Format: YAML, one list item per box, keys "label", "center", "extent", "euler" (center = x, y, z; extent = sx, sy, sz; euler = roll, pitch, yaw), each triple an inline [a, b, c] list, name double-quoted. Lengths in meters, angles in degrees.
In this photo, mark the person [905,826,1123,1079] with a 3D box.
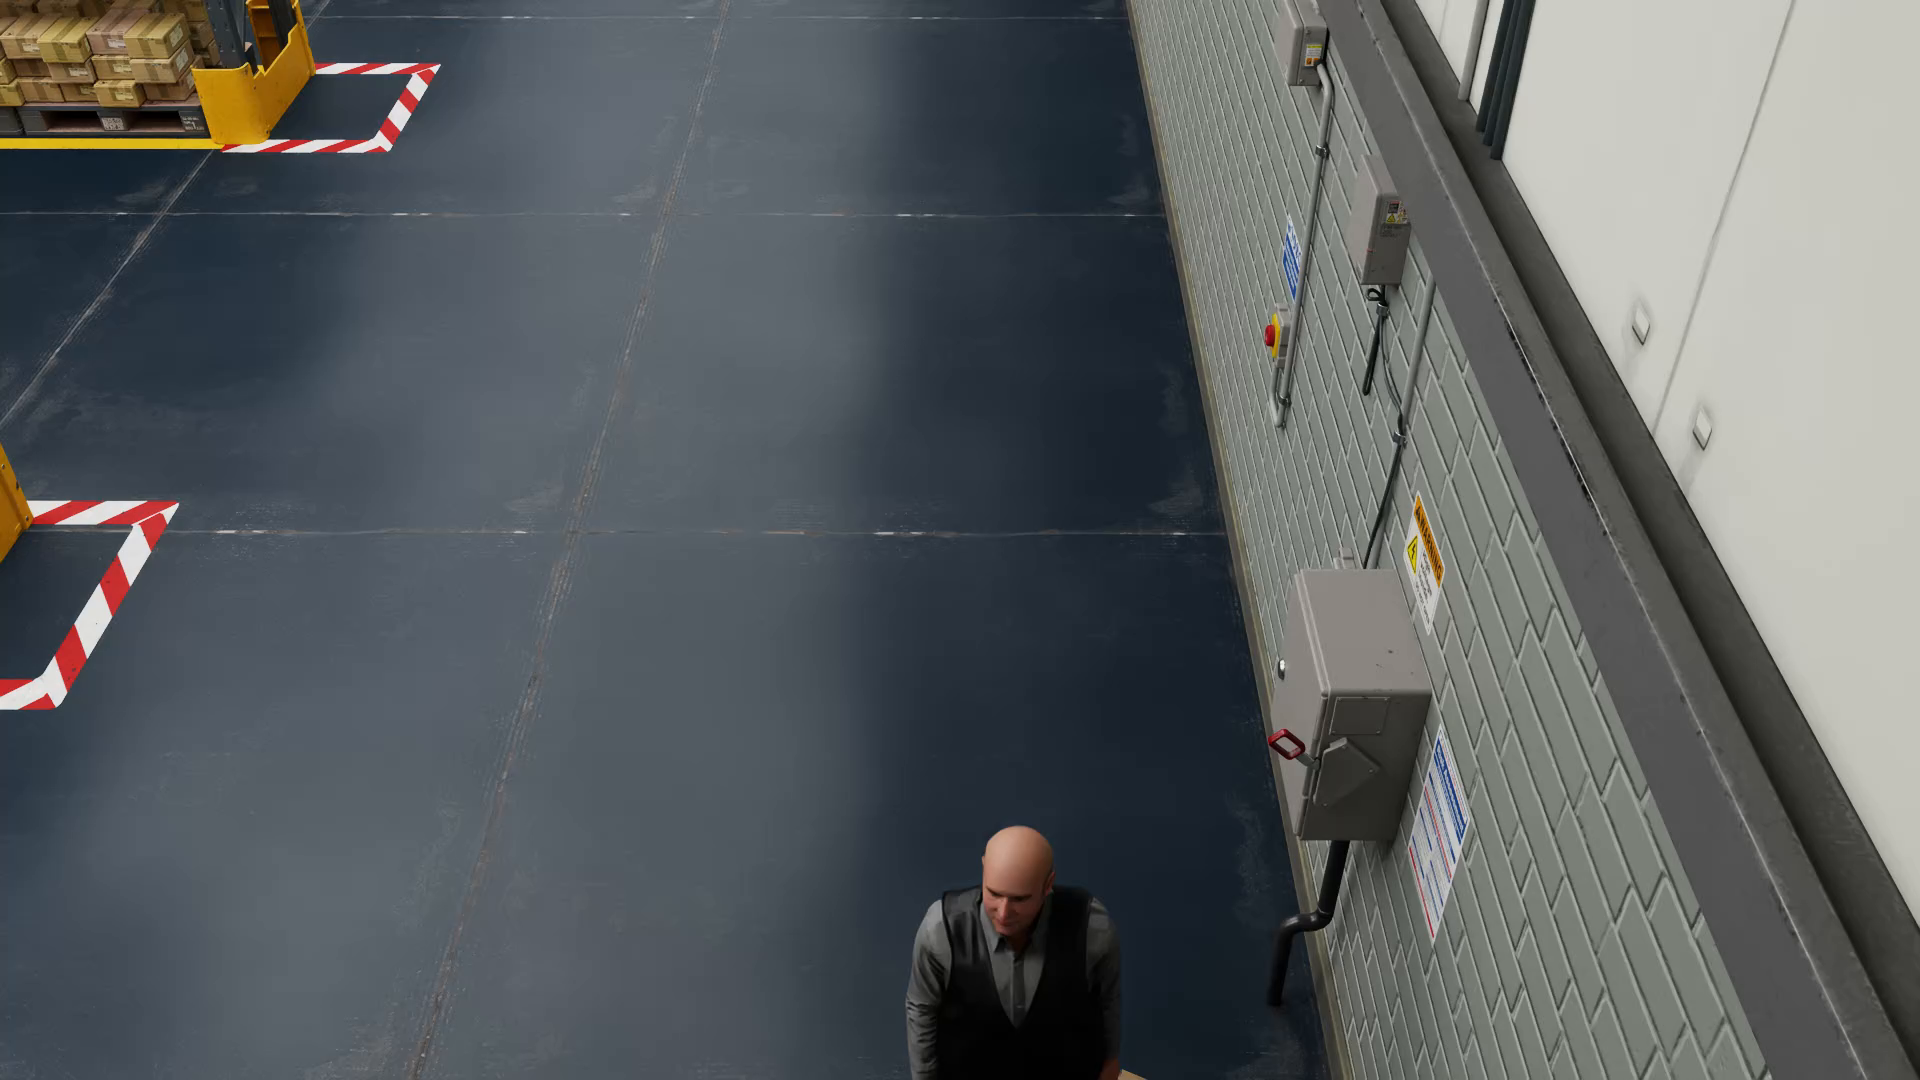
- label: "person"
  center: [0.141, 1.444, 4.398]
  extent: [0.569, 1.760, 0.437]
  euler: [1, 39, 2]
